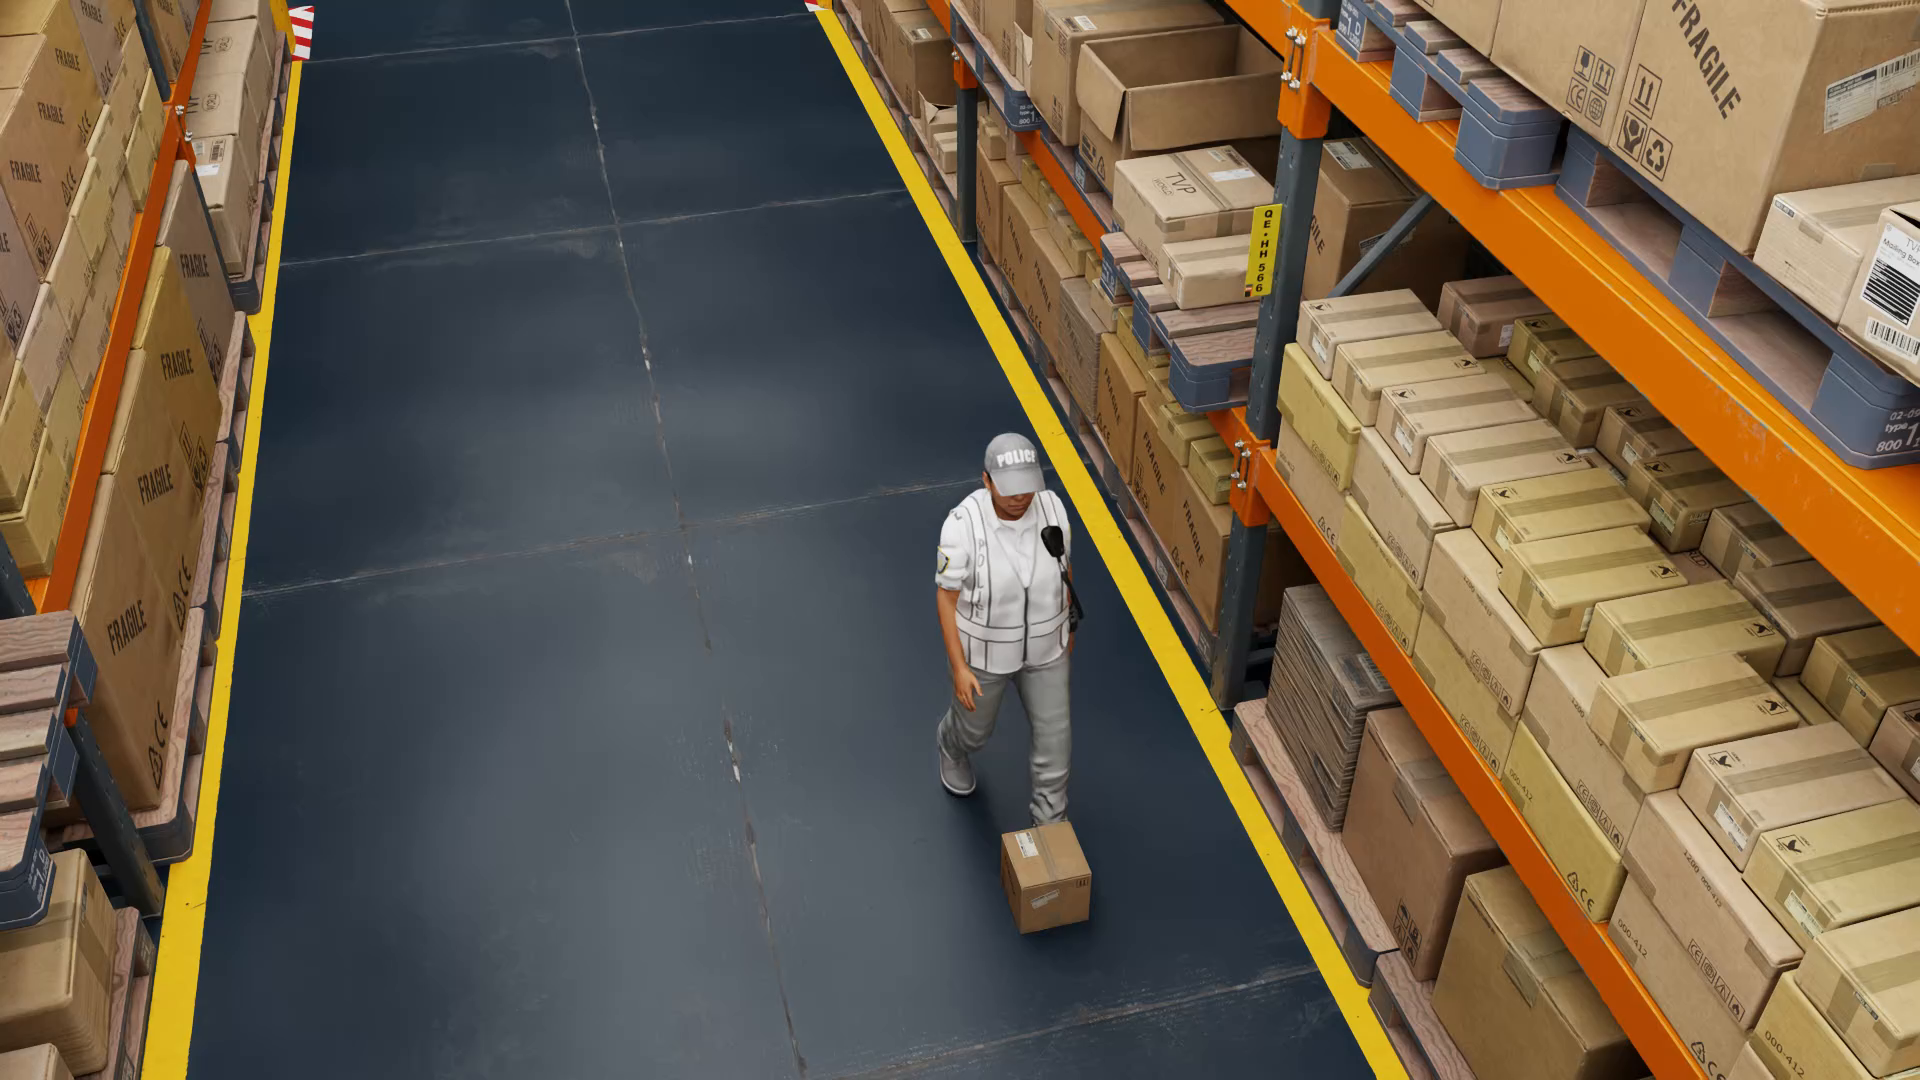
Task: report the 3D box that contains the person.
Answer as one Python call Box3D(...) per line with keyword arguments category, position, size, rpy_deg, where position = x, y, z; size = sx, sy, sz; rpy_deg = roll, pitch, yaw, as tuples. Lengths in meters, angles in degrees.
Box3D(category="person", position=(0.178, 0.368, 5.694), size=(0.507, 1.636, 0.773), rpy_deg=(-11, 40, -13))
